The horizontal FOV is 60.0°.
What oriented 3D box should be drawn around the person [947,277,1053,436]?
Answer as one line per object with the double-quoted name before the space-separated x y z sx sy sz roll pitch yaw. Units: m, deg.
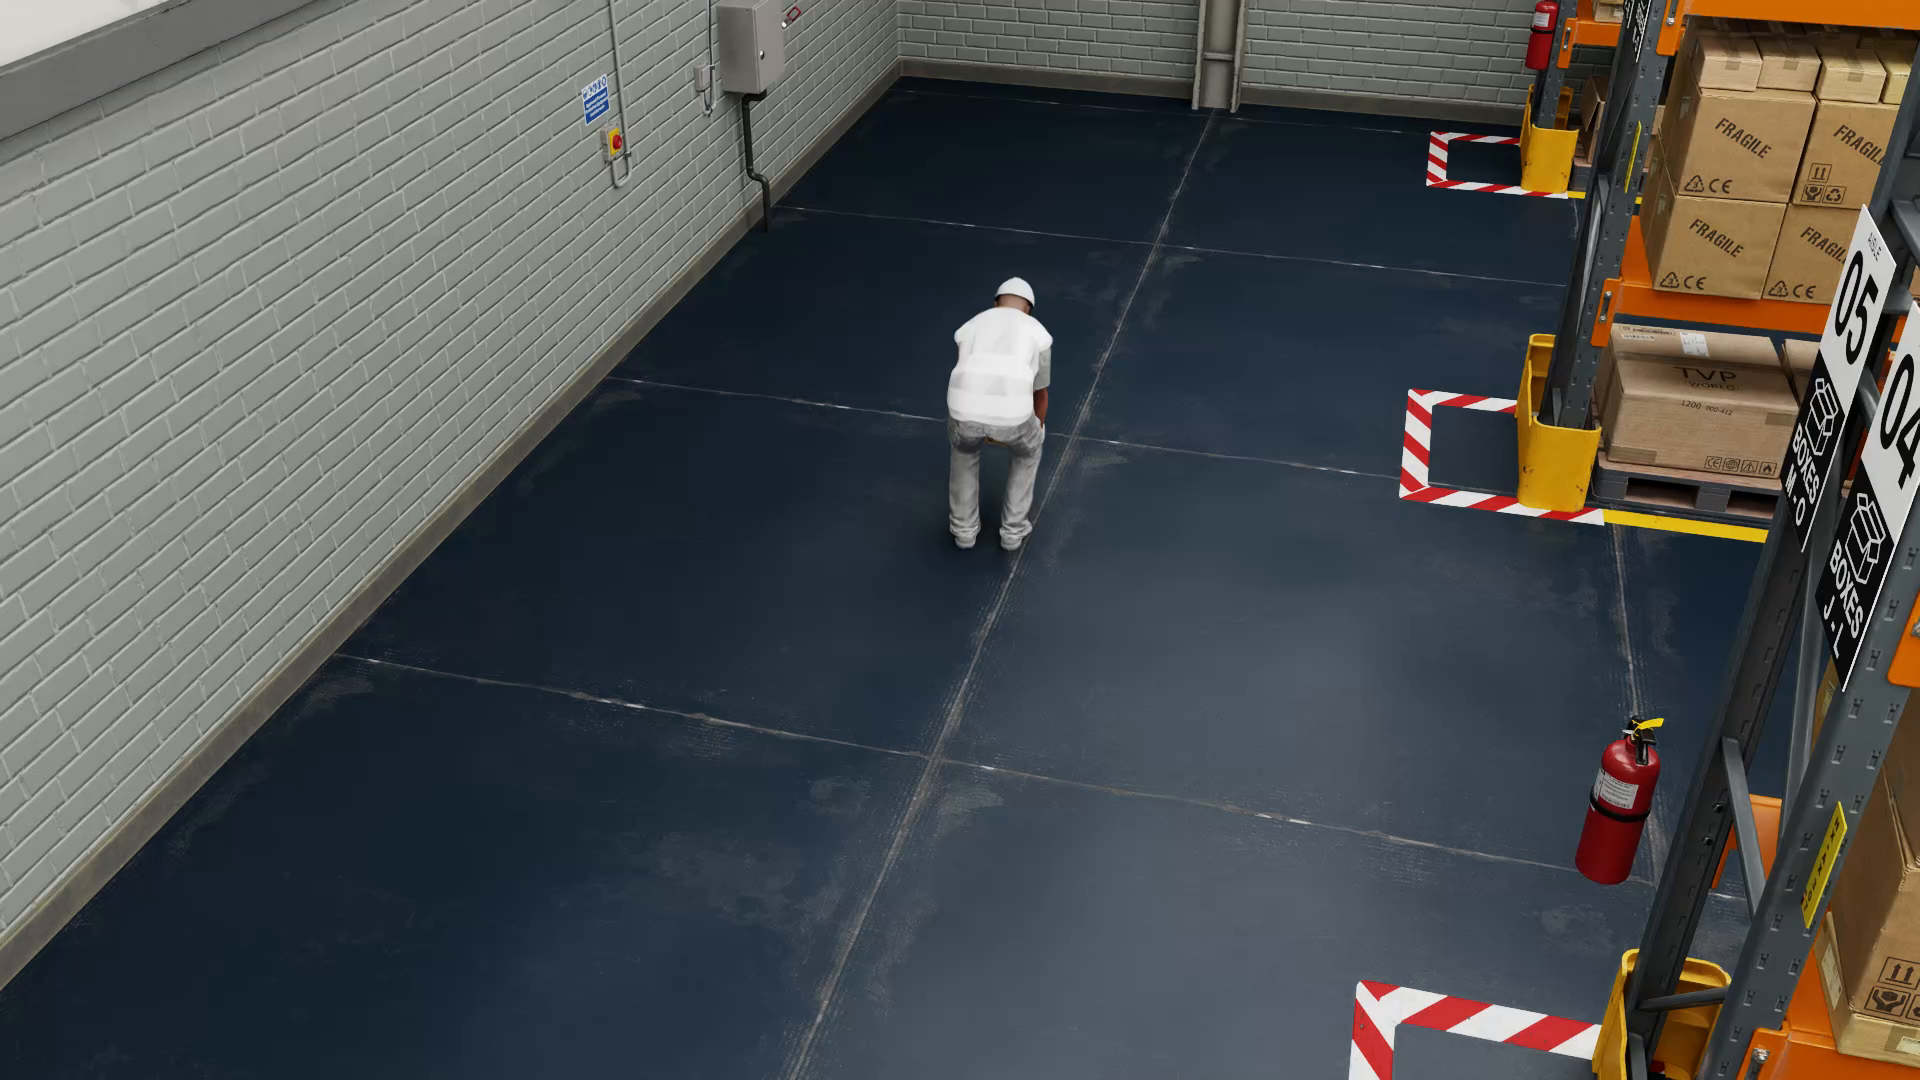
"person" 0.202 -0.790 8.512 0.504 0.864 0.953 7 33 10
